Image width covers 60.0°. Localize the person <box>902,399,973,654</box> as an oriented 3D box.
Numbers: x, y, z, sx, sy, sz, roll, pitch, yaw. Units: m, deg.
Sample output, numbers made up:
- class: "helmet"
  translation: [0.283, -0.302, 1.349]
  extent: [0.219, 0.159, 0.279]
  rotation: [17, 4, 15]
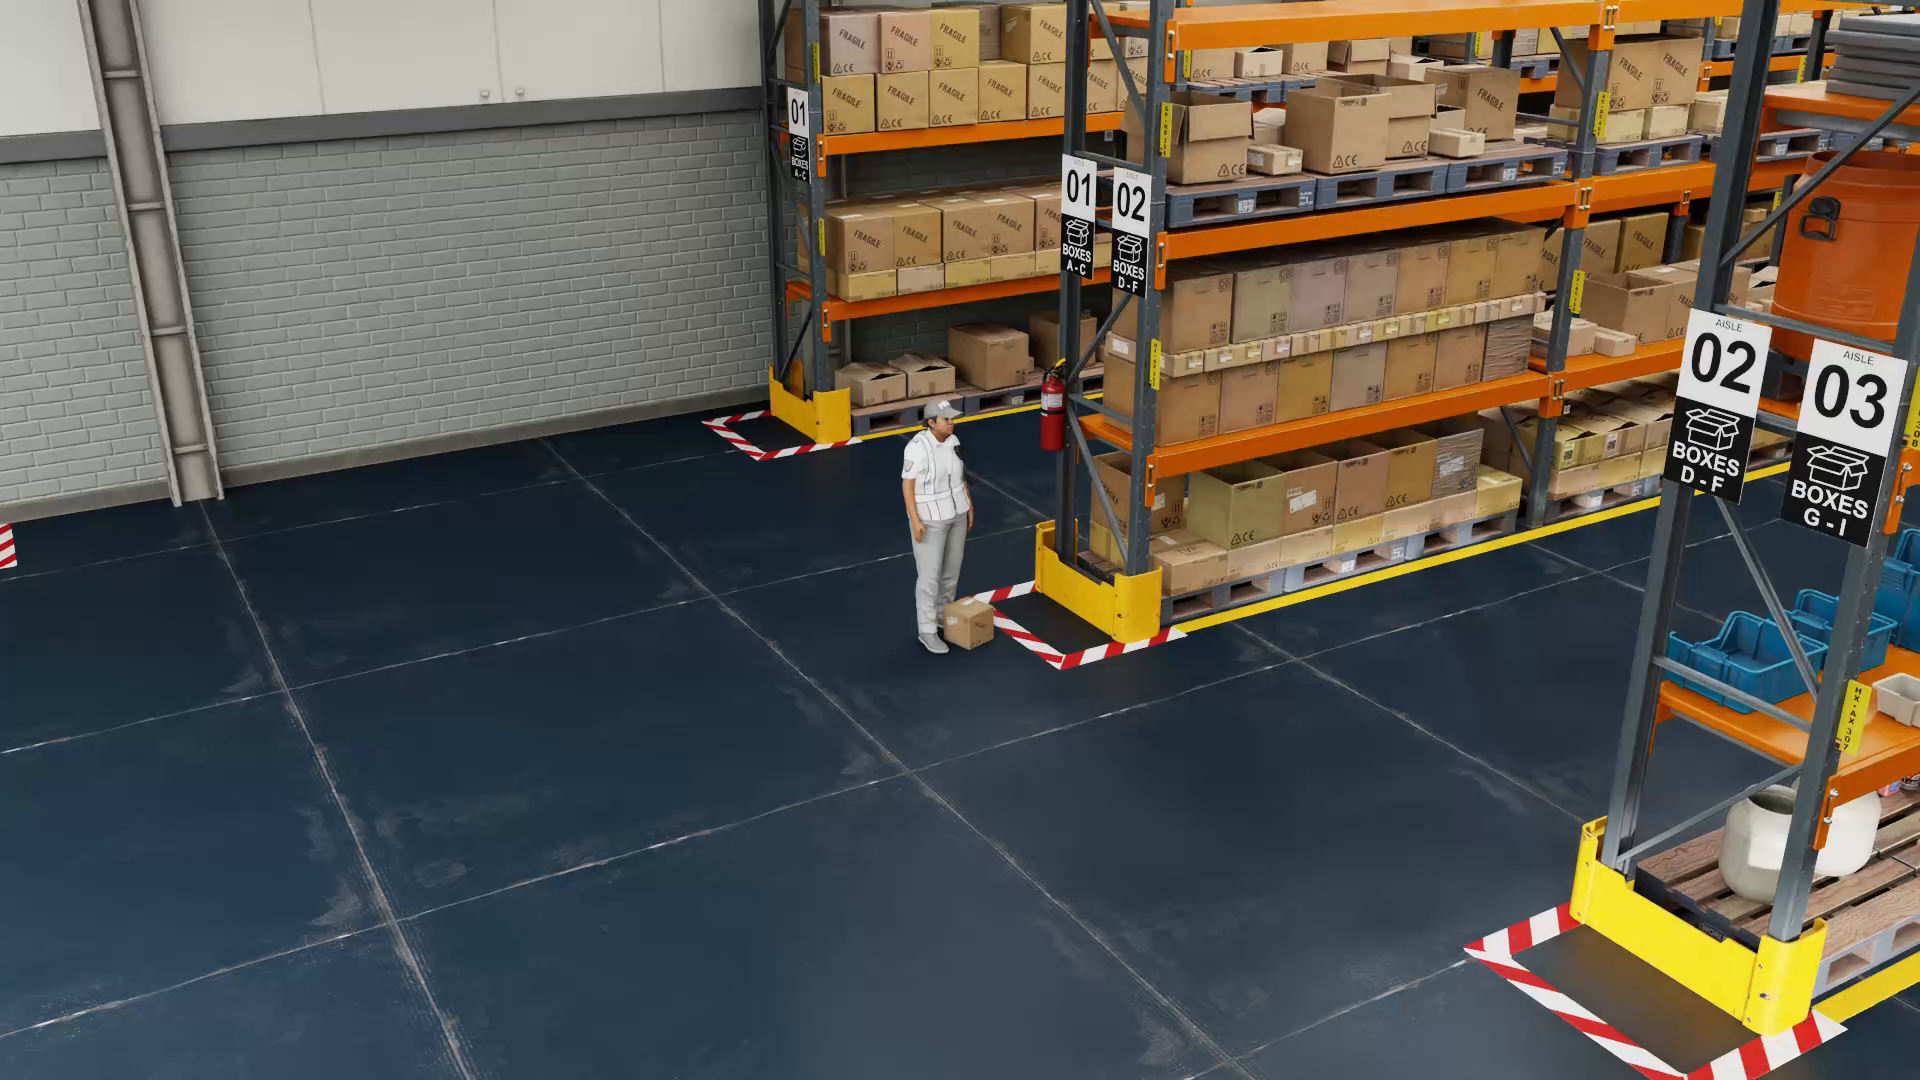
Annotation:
- class: "person"
  translation: [-0.103, -0.127, 11.373]
  extent: [0.598, 1.670, 0.529]
  rotation: [-20, 29, -40]
